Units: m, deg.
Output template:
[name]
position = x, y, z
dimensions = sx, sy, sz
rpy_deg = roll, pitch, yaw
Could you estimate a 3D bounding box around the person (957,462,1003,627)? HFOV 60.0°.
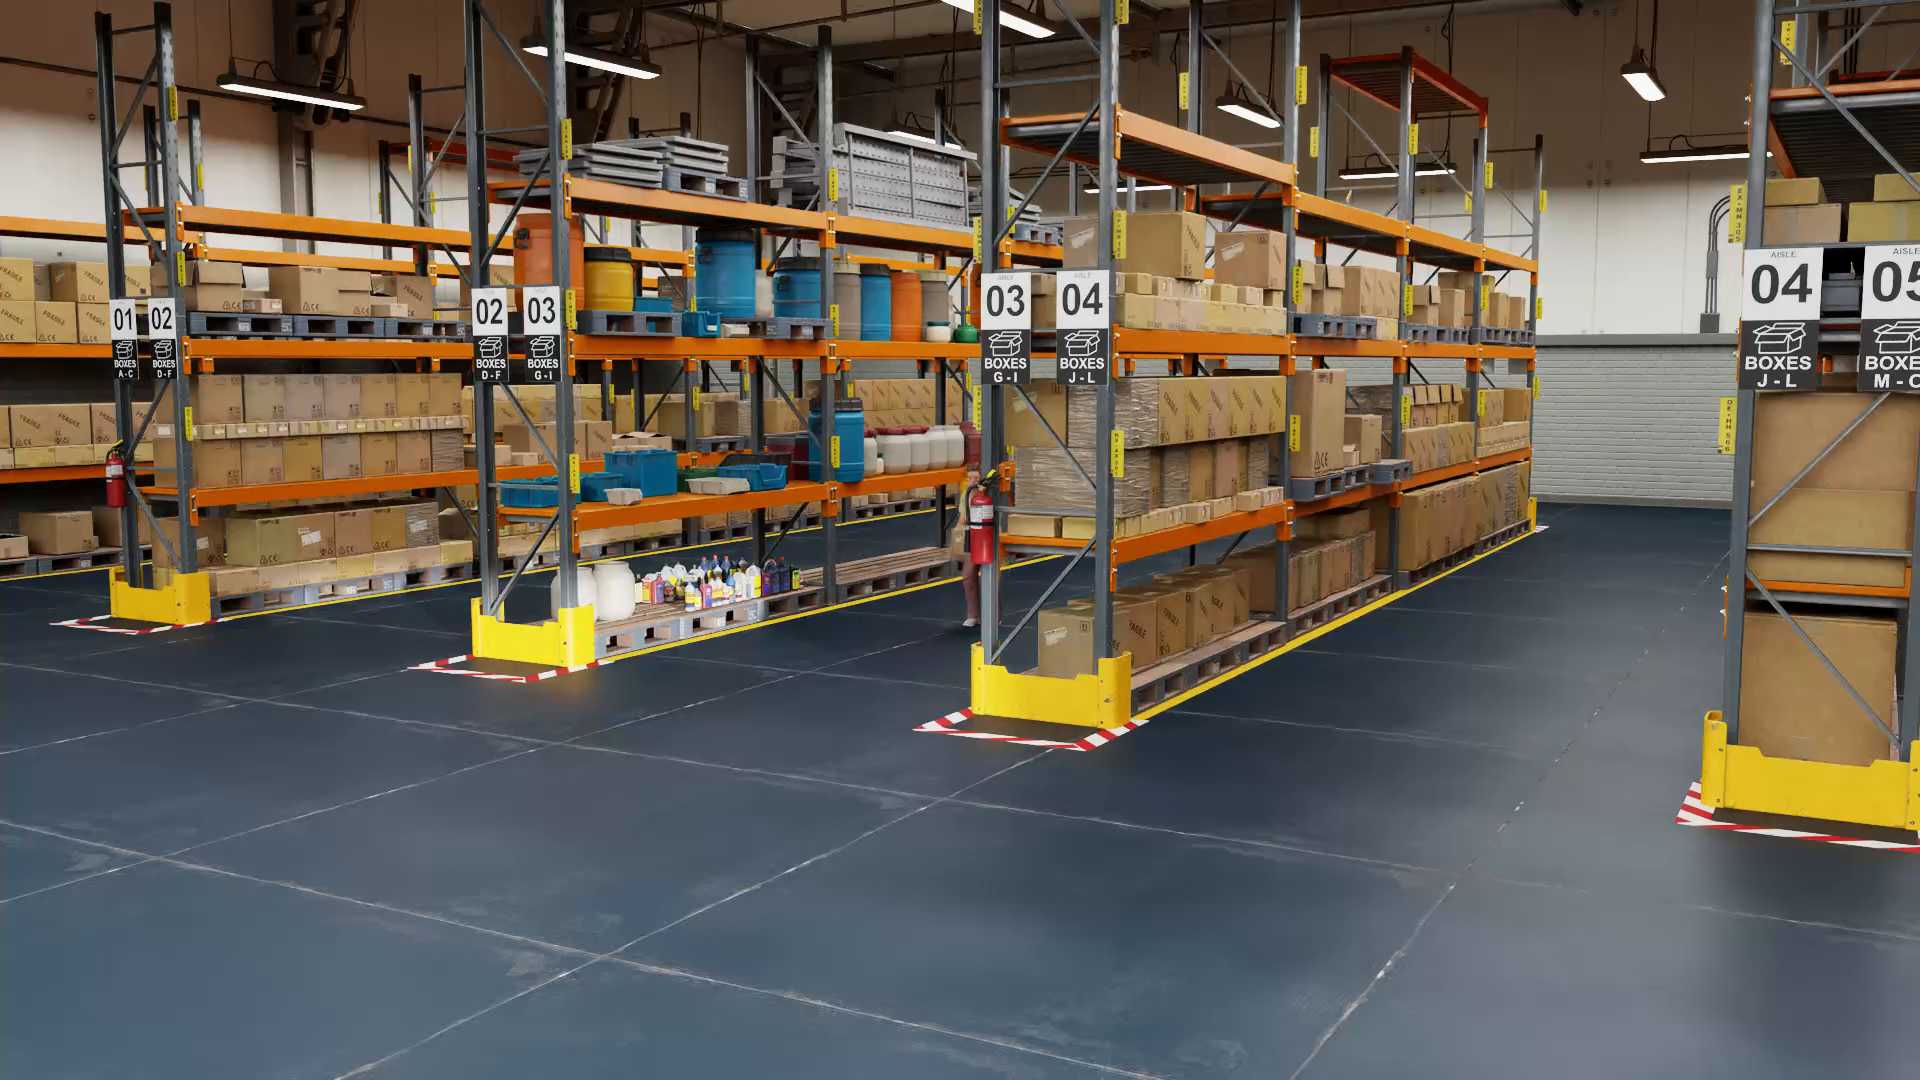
[person]
position = 0.195, 0.049, 16.137
dimensions = 0.407, 1.625, 0.541
rpy_deg = 3, 7, 28
